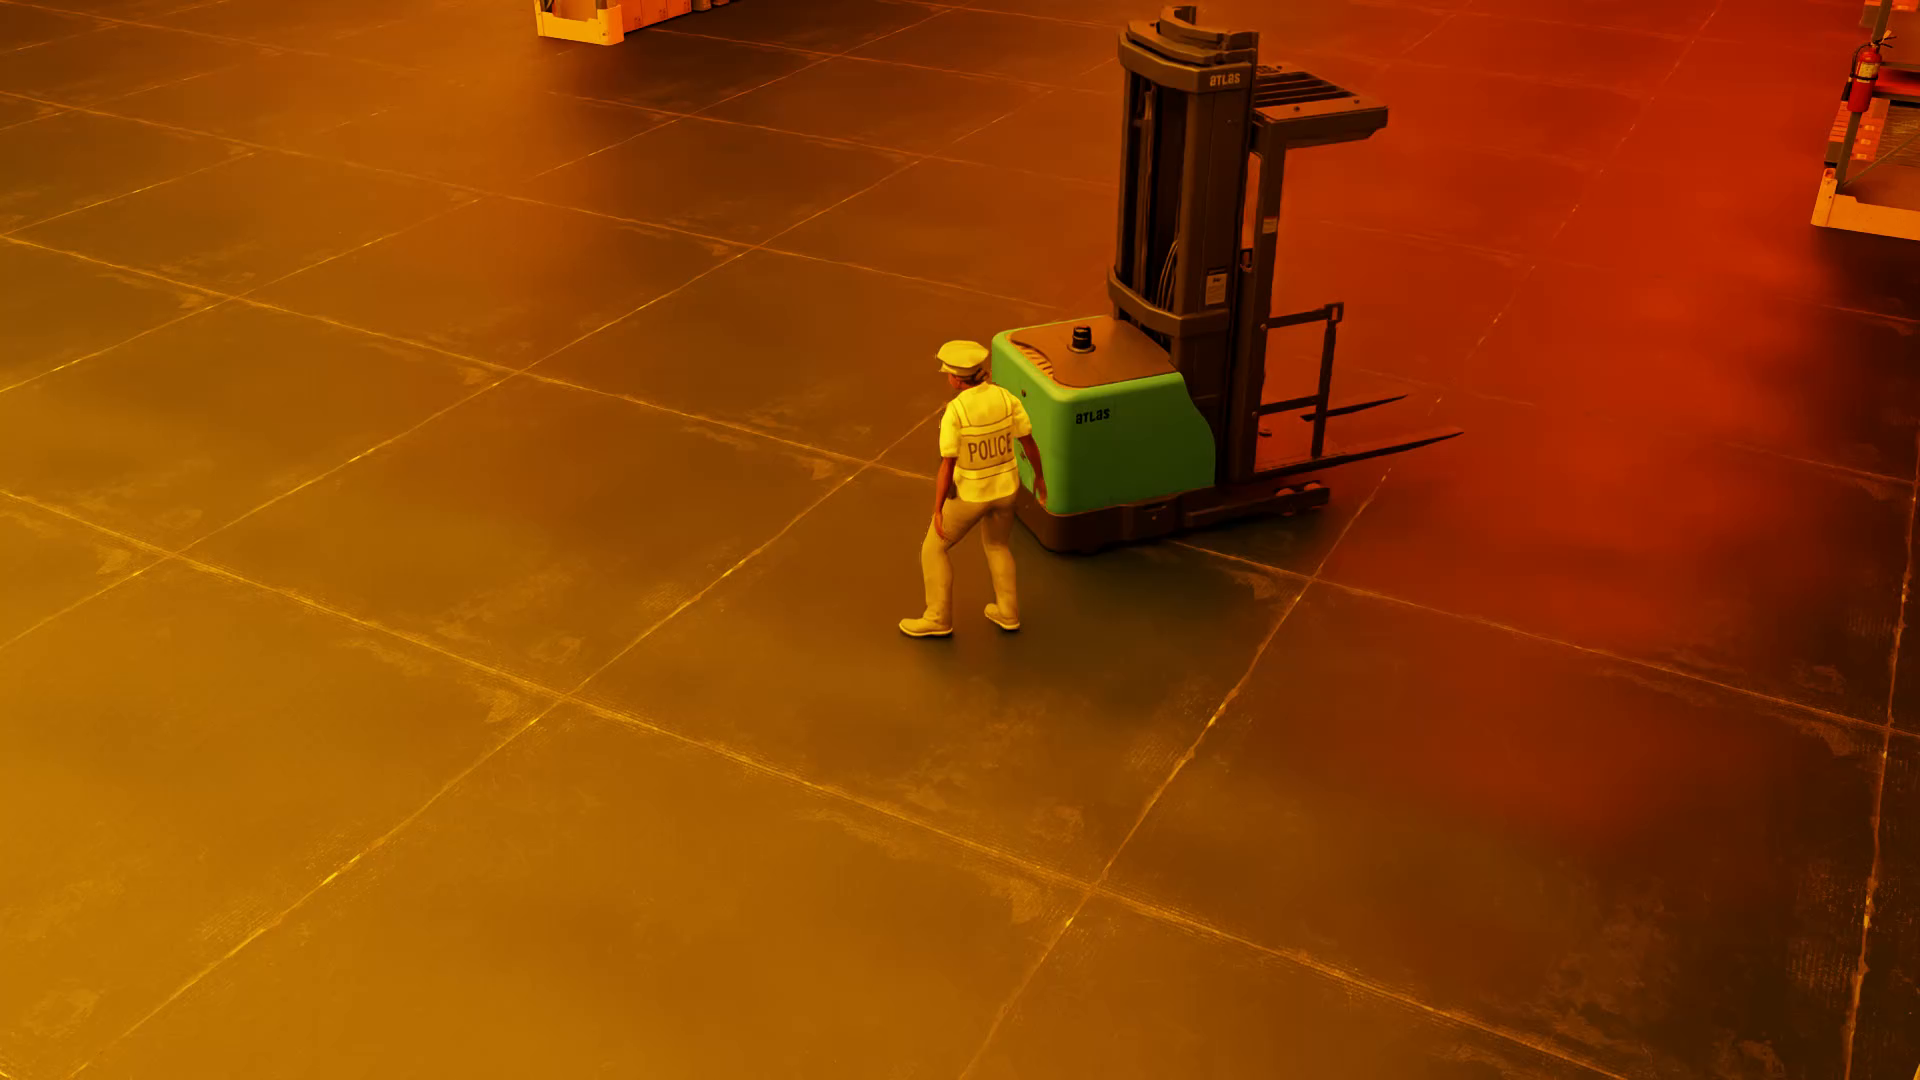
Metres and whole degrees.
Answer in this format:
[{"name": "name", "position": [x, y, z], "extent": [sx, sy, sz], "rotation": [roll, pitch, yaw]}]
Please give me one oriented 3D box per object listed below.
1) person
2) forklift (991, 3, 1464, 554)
[{"name": "person", "position": [0.074, -0.242, 8.818], "extent": [0.801, 1.632, 0.418], "rotation": [-16, 34, -26]}, {"name": "forklift", "position": [1.746, -1.650, 9.930], "extent": [3.031, 2.935, 1.130], "rotation": [-12, 32, -19]}]
